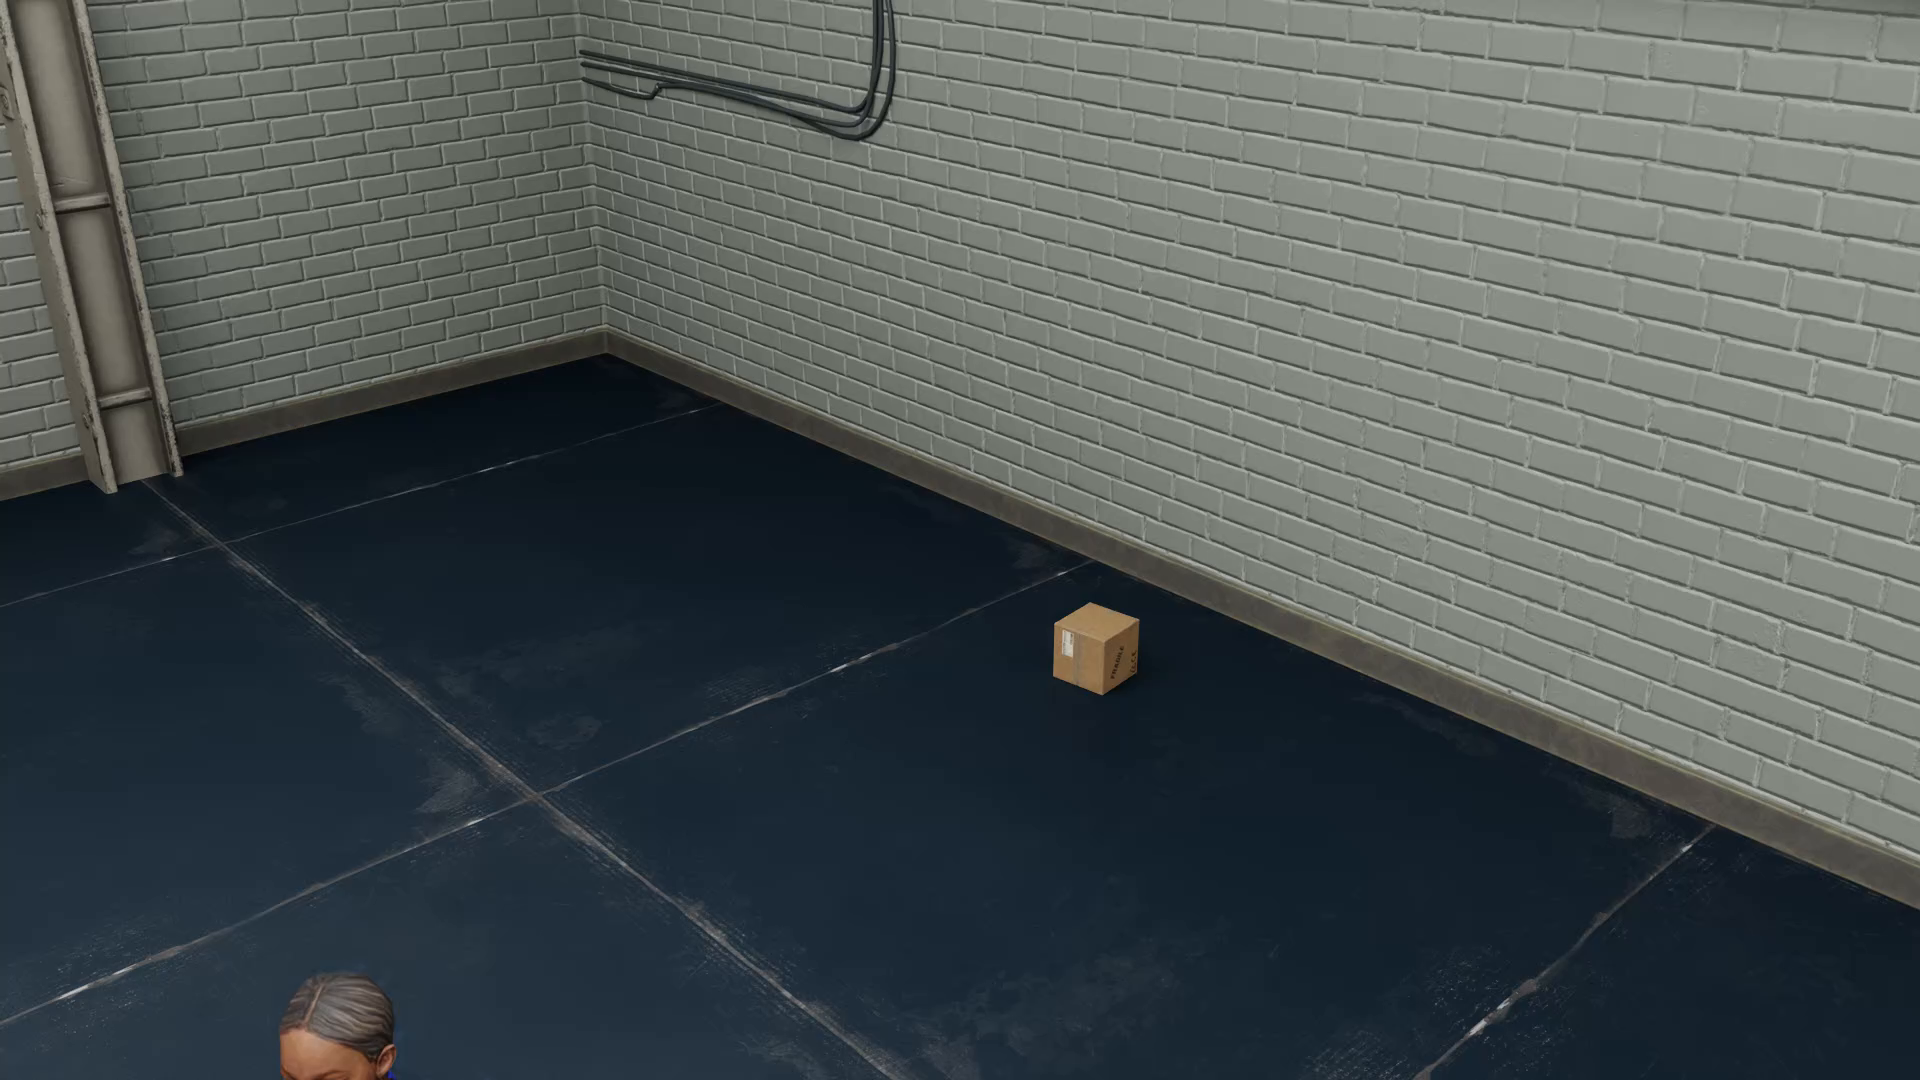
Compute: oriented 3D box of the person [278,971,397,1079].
[{"bbox_3d":[-1.000,1.492,2.873,0.461,1.721,0.619,8,26,16],"label":"person"}]
